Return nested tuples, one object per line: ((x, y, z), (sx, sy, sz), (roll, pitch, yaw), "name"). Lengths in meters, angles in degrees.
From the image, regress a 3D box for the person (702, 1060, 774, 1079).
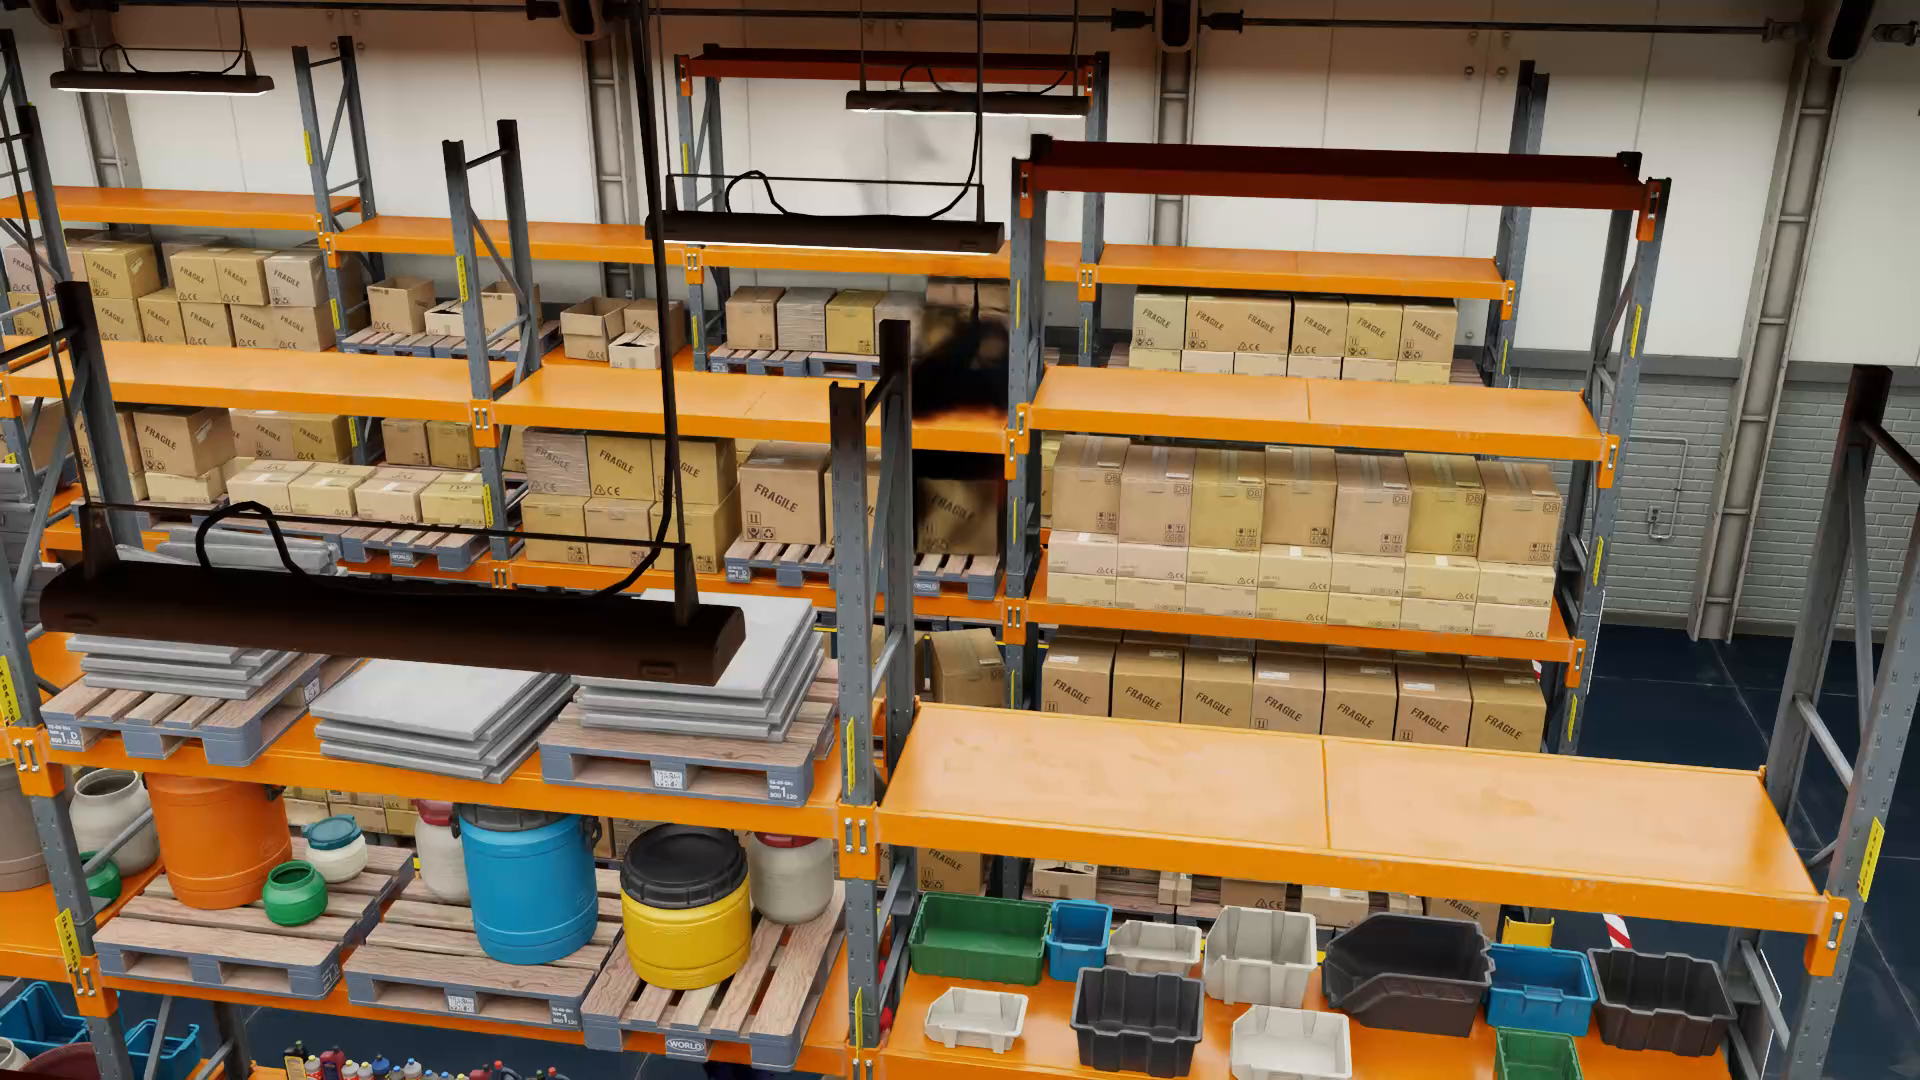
((-1.475, 3.157, 10.881), (0.768, 1.679, 0.585), (2, 23, 6), "person")

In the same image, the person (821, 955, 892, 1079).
((-0.640, 3.254, 10.502), (0.978, 1.736, 0.669), (6, 24, 15), "person")
